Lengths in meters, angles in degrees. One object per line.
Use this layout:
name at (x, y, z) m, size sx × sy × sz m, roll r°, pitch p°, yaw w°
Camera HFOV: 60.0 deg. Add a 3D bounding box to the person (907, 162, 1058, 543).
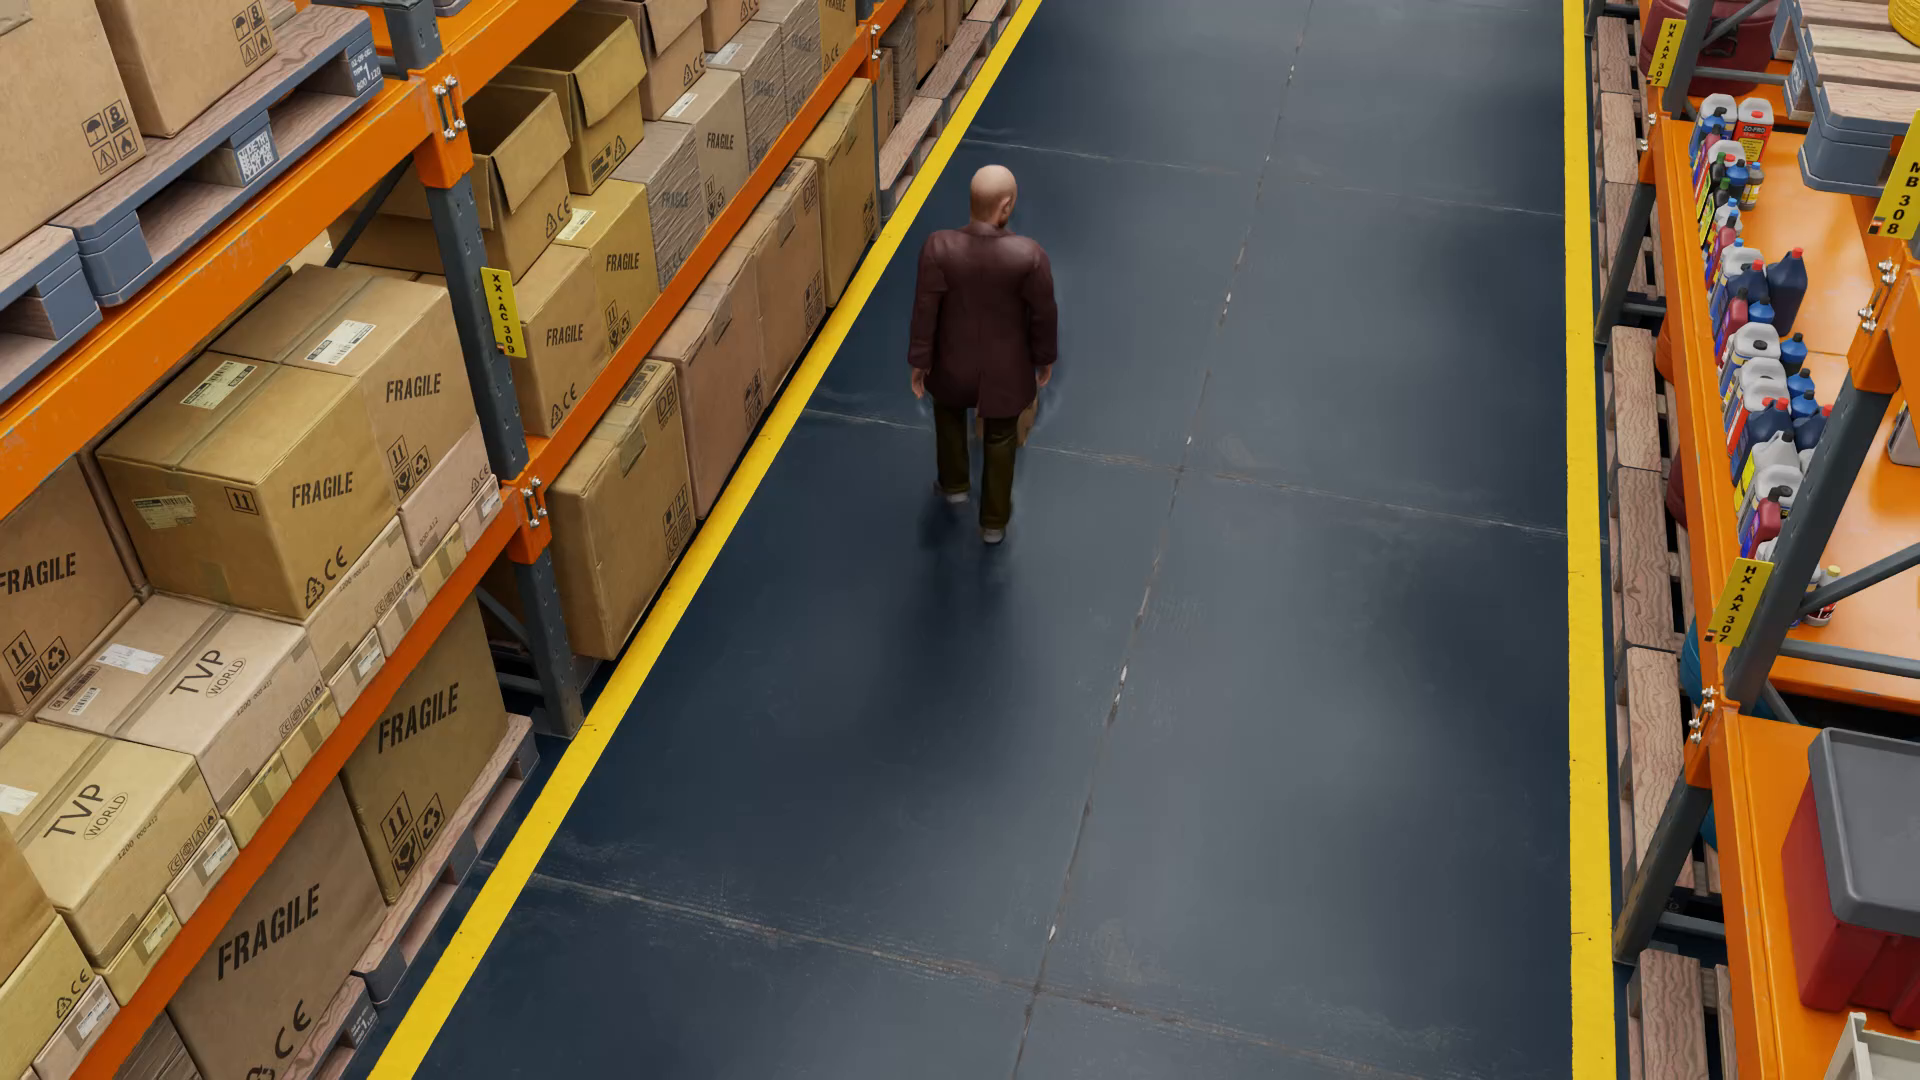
person at (0.108, -0.833, 7.139) m, size 0.629 × 1.795 × 0.647 m, roll 4°, pitch 41°, yaw 4°
